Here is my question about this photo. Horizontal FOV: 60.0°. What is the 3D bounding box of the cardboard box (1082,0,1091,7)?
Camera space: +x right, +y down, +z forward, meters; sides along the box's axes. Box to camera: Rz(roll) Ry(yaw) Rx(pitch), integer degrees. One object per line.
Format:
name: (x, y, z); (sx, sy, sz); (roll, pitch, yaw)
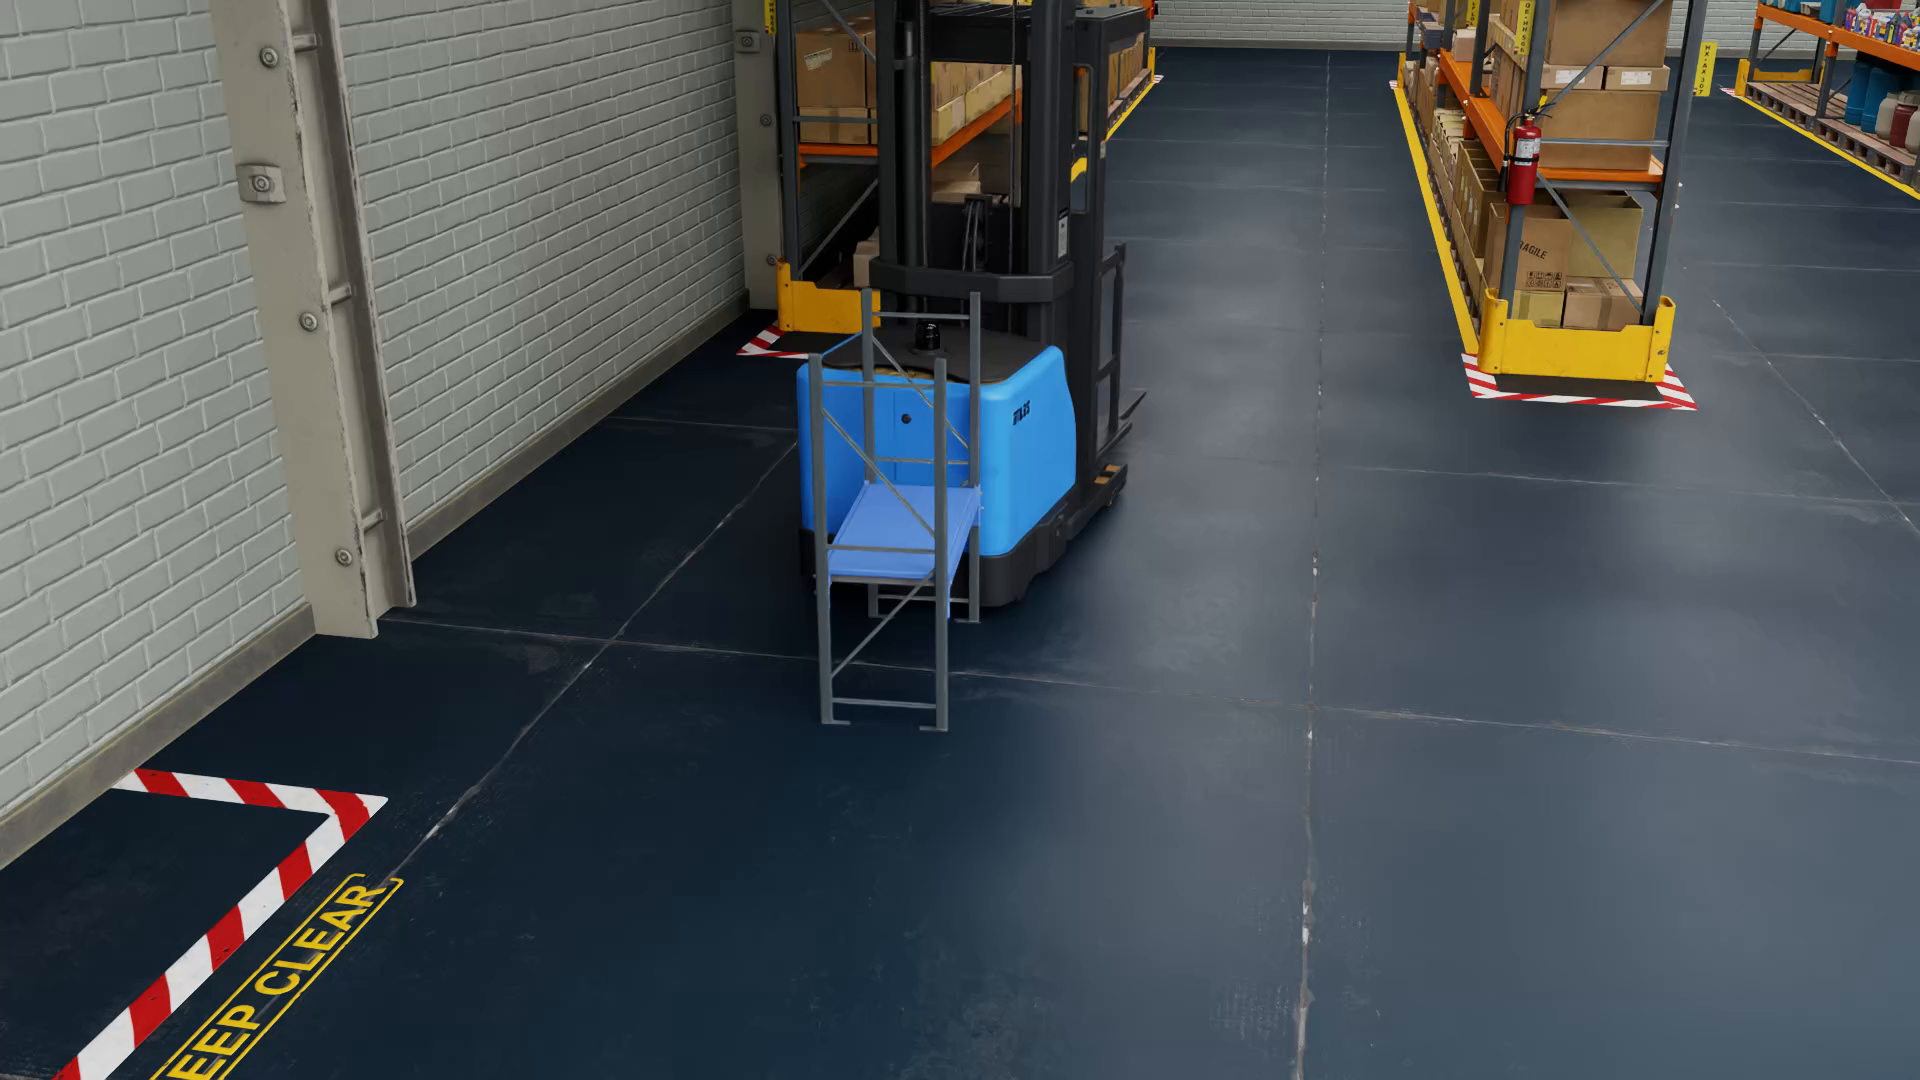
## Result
cardboard box: (1.227, -6.193, 19.156); (0.500, 0.500, 0.500); (5, 22, 13)

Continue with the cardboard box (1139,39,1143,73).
cardboard box: (2.465, -7.538, 25.840); (0.700, 0.500, 0.500); (4, 22, 11)

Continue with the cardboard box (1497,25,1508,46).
cardboard box: (4.565, -4.079, 13.465); (0.380, 0.149, 0.250); (4, 22, 10)

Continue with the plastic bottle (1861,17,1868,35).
plastic bottle: (10.780, -6.106, 19.766); (0.097, 0.201, 0.097); (0, 22, 0)

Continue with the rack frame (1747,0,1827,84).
rack frame: (12.209, -8.011, 24.231); (1.000, 3.000, 0.127); (4, 22, 11)

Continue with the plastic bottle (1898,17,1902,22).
plastic bottle: (10.599, -5.742, 18.751); (0.061, 0.283, 0.133); (4, 22, 11)

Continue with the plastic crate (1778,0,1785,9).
plastic crate: (11.551, -7.493, 23.215); (0.250, 0.136, 0.298); (4, 22, 11)

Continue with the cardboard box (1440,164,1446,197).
cardboard box: (4.921, -3.467, 16.065); (0.500, 0.250, 0.500); (5, 22, 12)

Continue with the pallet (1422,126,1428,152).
pallet: (6.168, -4.886, 20.203); (1.003, 0.211, 1.213); (4, 22, 11)

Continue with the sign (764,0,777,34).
sign: (-1.294, -3.648, 11.424); (0.100, 0.325, 0.005); (4, 22, 11)

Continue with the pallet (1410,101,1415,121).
pallet: (6.685, -5.885, 22.684); (1.003, 0.211, 1.213); (4, 22, 11)

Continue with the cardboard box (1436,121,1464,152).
cardboard box: (5.128, -4.096, 16.876); (0.500, 0.311, 0.500); (4, 22, 9)

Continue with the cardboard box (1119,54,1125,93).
cardboard box: (1.947, -6.605, 23.522); (0.700, 0.500, 0.500); (5, 22, 12)

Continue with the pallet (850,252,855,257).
pallet: (-0.288, -2.389, 14.002); (1.003, 0.211, 1.213); (4, 22, 11)

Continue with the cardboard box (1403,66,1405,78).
cardboard box: (6.887, -7.062, 25.076); (0.380, 0.166, 0.250); (4, 22, 11)

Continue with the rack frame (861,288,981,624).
rack frame: (-0.164, -0.338, 7.185); (0.500, 1.500, 0.032); (3, 22, 7)

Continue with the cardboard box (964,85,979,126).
cardboard box: (-0.143, -3.386, 12.919); (0.500, 0.250, 0.500); (4, 22, 10)

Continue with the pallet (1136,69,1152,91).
pallet: (2.423, -7.175, 25.886); (1.003, 0.211, 1.213); (4, 22, 11)

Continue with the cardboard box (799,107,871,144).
cardboard box: (-0.849, -3.040, 12.062); (0.500, 0.250, 0.500); (5, 22, 12)

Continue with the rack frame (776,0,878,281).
rack frame: (-0.755, -2.915, 11.576); (1.000, 3.000, 0.127); (4, 22, 11)

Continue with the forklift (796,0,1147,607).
forklift: (0.259, -1.580, 8.354); (1.130, 2.935, 3.031); (8, 23, 20)

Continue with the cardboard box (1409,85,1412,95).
cardboard box: (6.400, -6.181, 22.913); (0.380, 0.149, 0.250); (4, 22, 11)

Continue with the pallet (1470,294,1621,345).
pallet: (4.210, -1.528, 11.865); (1.003, 0.211, 1.213); (4, 22, 11)

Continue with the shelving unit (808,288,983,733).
shelving unit: (-0.230, -0.150, 6.718); (0.538, 1.500, 1.048); (3, 22, 7)

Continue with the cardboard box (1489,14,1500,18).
cardboard box: (5.401, -4.896, 16.361); (0.500, 0.500, 0.500); (3, 22, 8)

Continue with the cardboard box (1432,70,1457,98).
cardboard box: (5.696, -5.238, 19.097); (0.500, 0.250, 0.500); (5, 23, 13)

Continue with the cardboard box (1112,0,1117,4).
cardboard box: (1.752, -7.122, 21.463); (0.500, 0.500, 0.500); (5, 22, 11)

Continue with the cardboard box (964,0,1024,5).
cardboard box: (0.268, -4.469, 14.605); (0.500, 0.500, 0.500); (4, 22, 11)

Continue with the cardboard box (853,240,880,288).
cardboard box: (-0.526, -2.118, 12.608); (0.500, 0.311, 0.500); (2, 22, 5)

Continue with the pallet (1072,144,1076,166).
pallet: (0.717, -4.262, 18.653); (1.003, 0.211, 1.213); (4, 22, 11)

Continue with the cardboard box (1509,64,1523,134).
cardboard box: (4.516, -3.321, 12.451); (0.700, 0.500, 0.500); (5, 23, 13)

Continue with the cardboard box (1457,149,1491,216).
cardboard box: (4.416, -2.940, 13.752); (0.500, 0.500, 0.500); (4, 22, 11)

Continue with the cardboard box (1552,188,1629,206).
cardboard box: (4.612, -2.352, 12.293); (0.500, 0.500, 0.500); (4, 22, 11)

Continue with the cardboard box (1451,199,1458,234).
cardboard box: (4.520, -2.775, 14.346); (0.500, 0.250, 0.500); (4, 22, 11)

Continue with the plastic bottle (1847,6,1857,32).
plastic bottle: (10.873, -6.344, 20.247); (0.061, 0.283, 0.133); (4, 22, 11)

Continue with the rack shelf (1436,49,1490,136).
rack shelf: (5.320, -4.399, 16.225); (1.077, 0.370, 4.000); (4, 22, 11)

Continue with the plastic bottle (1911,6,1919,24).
plastic bottle: (11.384, -6.176, 19.738); (0.144, 0.351, 0.185); (4, 22, 11)

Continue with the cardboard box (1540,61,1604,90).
cardboard box: (3.987, -3.040, 10.885); (0.380, 0.149, 0.250); (4, 22, 10)

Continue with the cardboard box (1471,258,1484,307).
cardboard box: (4.006, -1.861, 12.077); (0.500, 0.250, 0.500); (4, 22, 11)

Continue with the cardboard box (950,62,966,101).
cardboard box: (-0.253, -3.534, 12.284); (0.500, 0.500, 0.500); (5, 22, 11)

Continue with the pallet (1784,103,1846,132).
pallet: (11.504, -5.527, 21.794); (1.003, 0.211, 1.213); (4, 22, 11)

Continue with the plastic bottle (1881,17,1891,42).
plastic bottle: (10.618, -5.849, 19.034); (0.097, 0.271, 0.097); (0, 22, 0)

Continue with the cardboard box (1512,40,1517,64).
cardboard box: (4.301, -3.608, 12.294); (0.380, 0.149, 0.250); (4, 22, 10)

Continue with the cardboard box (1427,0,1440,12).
cardboard box: (6.150, -6.756, 20.418); (0.700, 0.500, 0.500); (8, 23, 19)

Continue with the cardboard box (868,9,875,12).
cardboard box: (-0.455, -4.139, 13.785); (0.500, 0.500, 0.500); (5, 22, 12)

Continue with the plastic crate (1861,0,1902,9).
plastic crate: (11.820, -6.913, 21.338); (0.402, 0.464, 0.583); (4, 22, 11)

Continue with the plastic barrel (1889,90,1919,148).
plastic barrel: (10.890, -4.755, 18.811); (0.600, 0.588, 0.708); (4, 22, 11)

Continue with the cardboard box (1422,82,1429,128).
cardboard box: (5.896, -5.251, 20.133); (0.500, 0.500, 0.500); (4, 22, 9)

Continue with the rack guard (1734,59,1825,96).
rack guard: (12.201, -6.862, 24.722); (1.175, 0.500, 0.348); (4, 22, 11)

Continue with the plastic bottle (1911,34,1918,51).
plastic bottle: (10.389, -5.406, 18.027); (0.097, 0.201, 0.097); (0, 22, 0)

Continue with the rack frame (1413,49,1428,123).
rack frame: (6.544, -6.927, 21.539); (1.000, 3.000, 0.127); (4, 22, 11)
